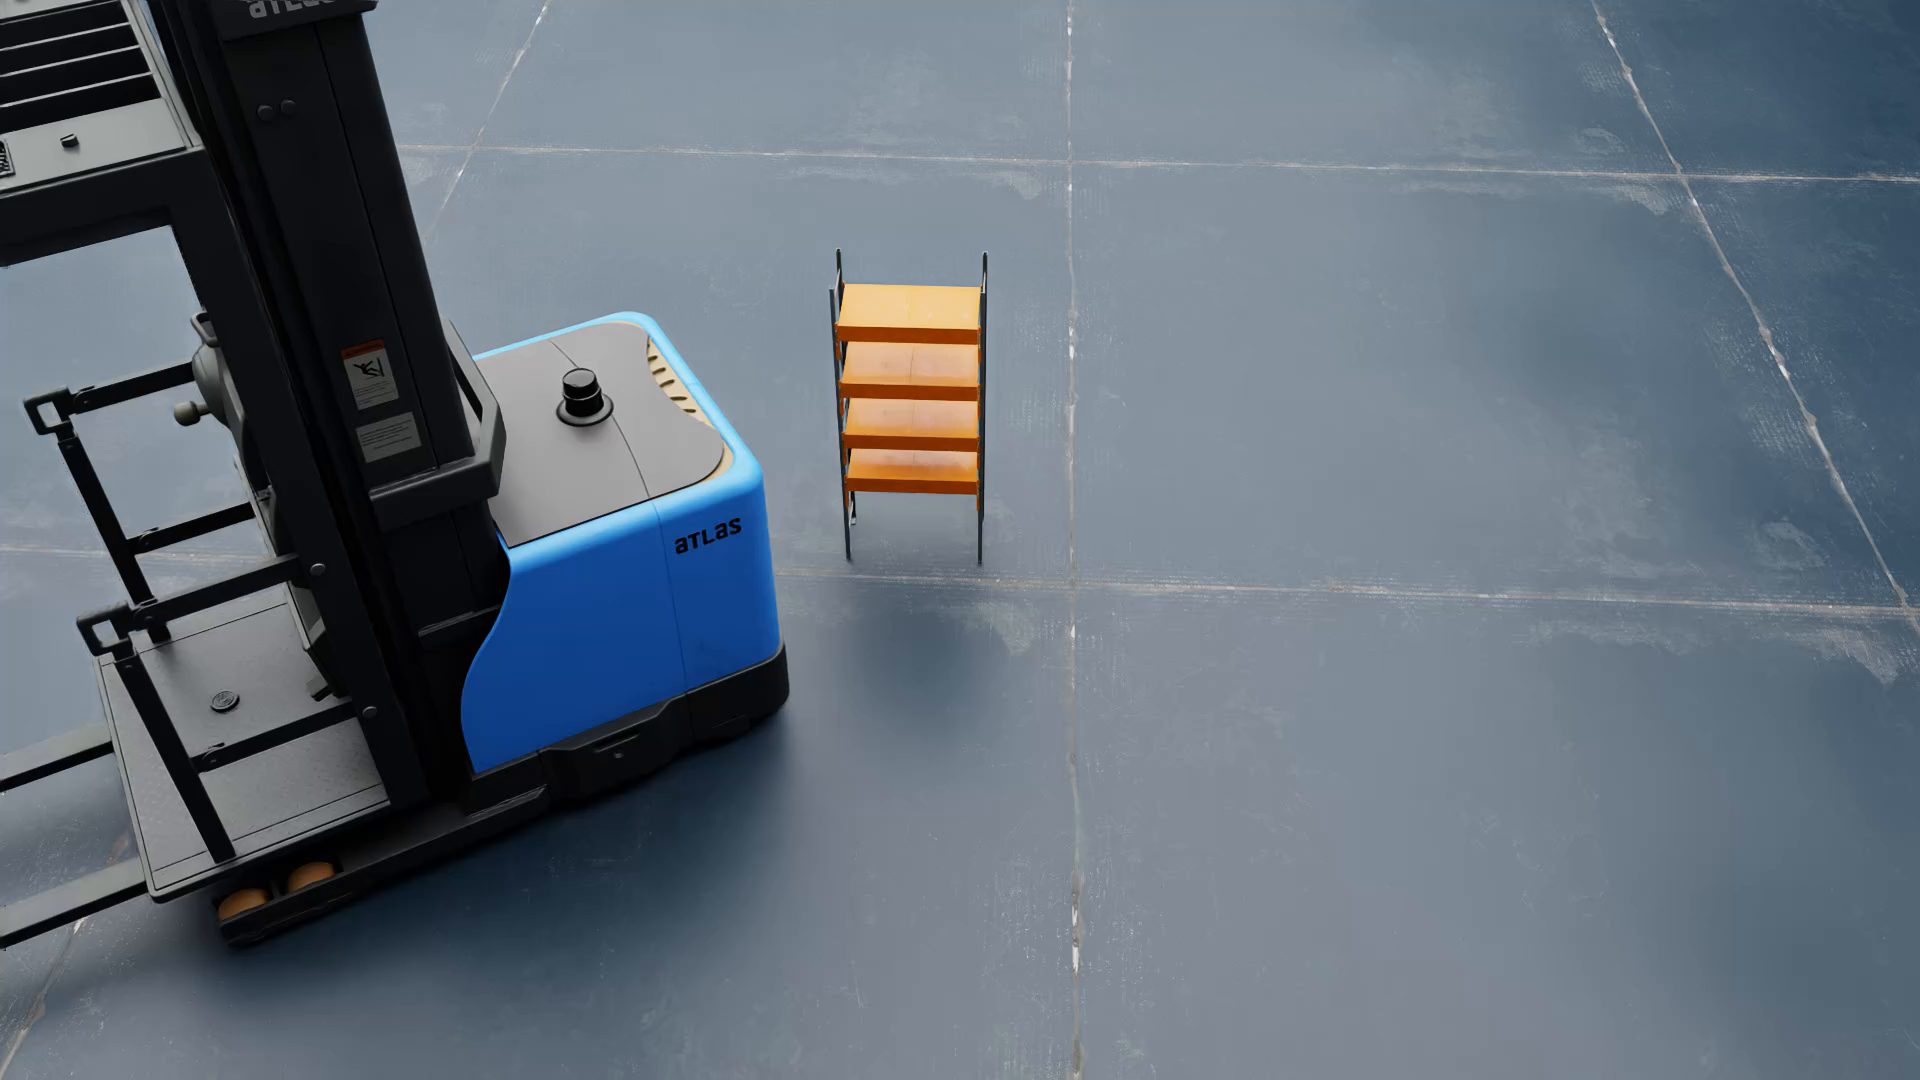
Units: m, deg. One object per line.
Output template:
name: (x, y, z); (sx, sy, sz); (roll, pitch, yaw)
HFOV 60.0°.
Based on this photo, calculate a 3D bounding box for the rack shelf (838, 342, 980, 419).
rack shelf: (-0.165, -0.559, 5.740); (0.480, 0.148, 0.258); (2, 43, 2)

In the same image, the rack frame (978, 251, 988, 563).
rack frame: (0.078, -0.437, 5.838); (0.015, 1.200, 0.240); (2, 43, 2)

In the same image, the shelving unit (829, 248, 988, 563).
shelving unit: (-0.165, -0.444, 5.846); (0.503, 1.200, 0.258); (2, 43, 2)

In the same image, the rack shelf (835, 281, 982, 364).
rack shelf: (-0.165, -0.732, 5.579); (0.480, 0.148, 0.258); (2, 43, 2)

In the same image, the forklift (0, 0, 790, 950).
forklift: (-2.112, -0.288, 4.409); (3.031, 2.935, 1.130); (-21, 47, -21)

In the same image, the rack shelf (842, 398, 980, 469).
rack shelf: (-0.165, -0.395, 5.892); (0.480, 0.148, 0.258); (2, 43, 2)

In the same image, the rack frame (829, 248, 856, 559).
rack frame: (-0.409, -0.452, 5.855); (0.015, 1.200, 0.240); (2, 43, 2)

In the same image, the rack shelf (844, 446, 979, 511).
rack shelf: (-0.165, -0.250, 6.028); (0.480, 0.148, 0.258); (2, 43, 2)
